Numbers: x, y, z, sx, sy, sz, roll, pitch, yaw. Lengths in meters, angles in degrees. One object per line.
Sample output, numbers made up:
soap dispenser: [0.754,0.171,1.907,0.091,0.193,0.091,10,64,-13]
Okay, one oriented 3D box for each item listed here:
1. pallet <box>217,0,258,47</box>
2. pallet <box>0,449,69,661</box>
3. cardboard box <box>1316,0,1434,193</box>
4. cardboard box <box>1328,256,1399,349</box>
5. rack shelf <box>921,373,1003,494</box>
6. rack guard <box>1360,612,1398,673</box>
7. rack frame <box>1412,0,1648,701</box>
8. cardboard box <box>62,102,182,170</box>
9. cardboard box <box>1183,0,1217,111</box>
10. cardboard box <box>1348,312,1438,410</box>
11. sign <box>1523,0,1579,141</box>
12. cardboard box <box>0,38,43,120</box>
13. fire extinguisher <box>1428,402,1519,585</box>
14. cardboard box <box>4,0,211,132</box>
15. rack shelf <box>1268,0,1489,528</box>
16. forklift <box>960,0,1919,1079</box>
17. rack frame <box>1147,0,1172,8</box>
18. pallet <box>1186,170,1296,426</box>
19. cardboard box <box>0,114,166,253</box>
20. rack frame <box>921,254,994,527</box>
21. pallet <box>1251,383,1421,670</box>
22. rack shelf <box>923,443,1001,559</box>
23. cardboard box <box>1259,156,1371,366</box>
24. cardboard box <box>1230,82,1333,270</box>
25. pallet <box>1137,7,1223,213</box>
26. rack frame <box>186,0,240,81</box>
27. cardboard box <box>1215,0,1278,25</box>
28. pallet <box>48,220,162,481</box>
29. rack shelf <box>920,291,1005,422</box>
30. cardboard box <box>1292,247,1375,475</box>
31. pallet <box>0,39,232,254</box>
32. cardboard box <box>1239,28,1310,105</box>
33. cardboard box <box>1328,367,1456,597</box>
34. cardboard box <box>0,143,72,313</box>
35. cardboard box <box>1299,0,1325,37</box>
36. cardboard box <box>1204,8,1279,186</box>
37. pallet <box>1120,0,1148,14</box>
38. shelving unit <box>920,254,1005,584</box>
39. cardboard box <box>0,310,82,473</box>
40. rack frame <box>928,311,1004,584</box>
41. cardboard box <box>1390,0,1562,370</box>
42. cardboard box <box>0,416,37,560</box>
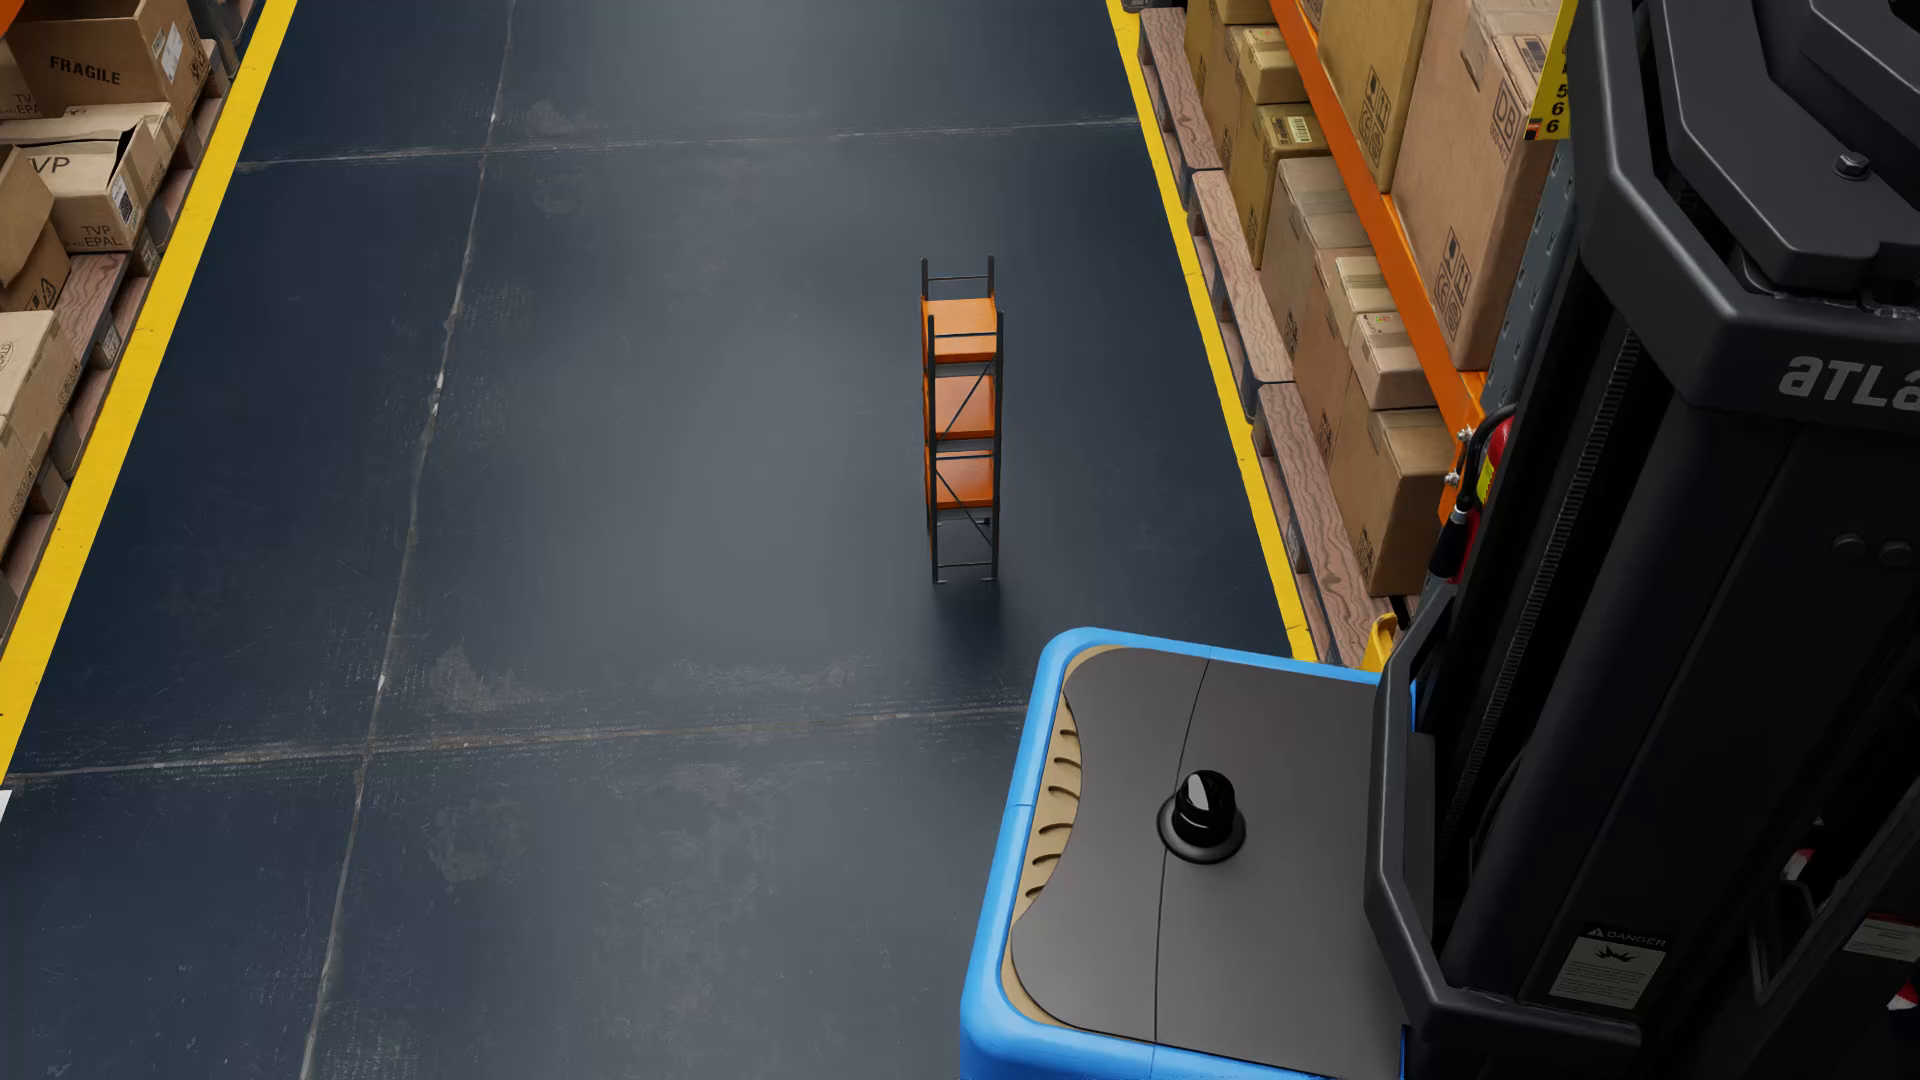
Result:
pallet: [-3.712,-2.637,7.602,1.003,0.211,1.213,-3,47,-3]
pallet: [-3.345,0.211,4.905,1.003,0.211,1.213,-3,47,-3]
cardboard box: [1.540,-1.417,4.319,0.980,0.700,0.700,-4,47,-4]
cardboard box: [1.292,-0.695,4.828,0.380,0.149,0.250,-2,47,-2]
rack shelf: [0.004,-0.315,4.840,0.215,0.259,0.240,-3,47,-3]
rack guard: [1.667,0.457,4.473,1.175,0.500,0.348,-3,47,-3]
rack frame: [1.665,-0.420,3.582,1.000,3.000,0.127,-3,47,-3]
cardboard box: [-3.185,-1.518,6.283,0.380,0.149,0.250,-3,47,-3]
cardboard box: [1.290,-2.051,6.559,0.700,0.500,0.500,-3,47,-3]
cardboard box: [1.314,-0.510,4.653,0.380,0.149,0.250,-4,47,-4]
sign: [1.123,-0.876,3.054,0.100,0.325,0.005,-3,47,-3]
cardboard box: [-3.787,-1.920,6.551,0.500,0.311,0.500,-3,47,-3]
fire extinguisher: [1.217,-0.128,3.615,0.296,0.674,0.183,-3,47,-3]
cardboard box: [-3.276,-1.907,6.409,0.500,0.500,0.500,-3,47,-3]
rack shelf: [1.497,-1.619,5.213,1.077,0.370,4.000,-3,47,-3]
forklift: [1.557,0.473,2.783,3.031,2.935,1.130,9,47,8]
rack frame: [1.330,-3.314,6.322,1.000,3.000,0.127,-3,47,-3]
pallet: [1.421,-0.915,5.971,1.003,0.211,1.213,-3,47,-3]
cardboard box: [-3.213,-1.299,5.963,0.500,0.311,0.500,-3,47,-3]
rack frame: [-0.006,-0.411,4.916,0.200,1.050,0.008,-3,47,-3]
pallet: [1.520,-0.035,5.137,1.003,0.211,1.213,-3,47,-3]
rack shelf: [0.004,-0.124,5.042,0.215,0.259,0.240,-3,47,-3]
cardboard box: [1.422,-0.931,5.498,0.700,0.500,0.500,-5,47,-5]
cardboard box: [1.370,-1.316,5.863,0.700,0.500,0.500,-3,47,-2]
pallet: [1.315,-1.800,6.809,1.003,0.211,1.213,-3,47,-3]
rack frame: [-3.606,-3.010,6.035,1.000,3.000,0.127,-3,47,-3]
cardboard box: [1.137,-2.016,6.079,0.380,0.149,0.250,-2,47,-2]
pallet: [-3.444,-0.669,5.739,1.003,0.211,1.213,-3,47,-3]
rack shelf: [0.004,-0.510,4.634,0.215,0.259,0.240,-3,47,-3]
cardboard box: [1.464,-0.567,5.153,0.700,0.500,0.500,-4,47,-3]
pallet: [-3.550,-1.554,6.577,1.003,0.211,1.213,-3,47,-3]
cardboard box: [1.181,-1.638,5.721,0.380,0.149,0.250,-5,47,-4]
cardboard box: [1.506,-0.205,4.811,0.700,0.500,0.500,-3,47,-3]
cardboard box: [-3.444,-0.944,5.494,0.797,0.503,0.637,-3,47,-3]
cardboard box: [1.485,-1.969,4.842,0.980,0.700,0.700,-6,47,-5]
cardboard box: [1.329,-1.688,6.215,0.700,0.500,0.500,-4,47,-4]
pallet: [1.190,-2.909,7.859,1.003,0.211,1.213,-3,47,-3]
shelving unit: [0.004,-0.322,4.832,0.215,1.050,0.252,-3,47,-3]
cardboard box: [-3.118,-0.456,5.207,0.500,0.250,0.500,-3,47,-3]
rack frame: [0.015,-0.234,4.749,0.200,1.050,0.008,-3,47,-3]
cardboard box: [1.612,-0.891,3.822,0.980,0.700,0.700,-2,47,-1]
cardboard box: [-3.076,-0.094,4.864,0.500,0.250,0.500,-3,47,-3]
